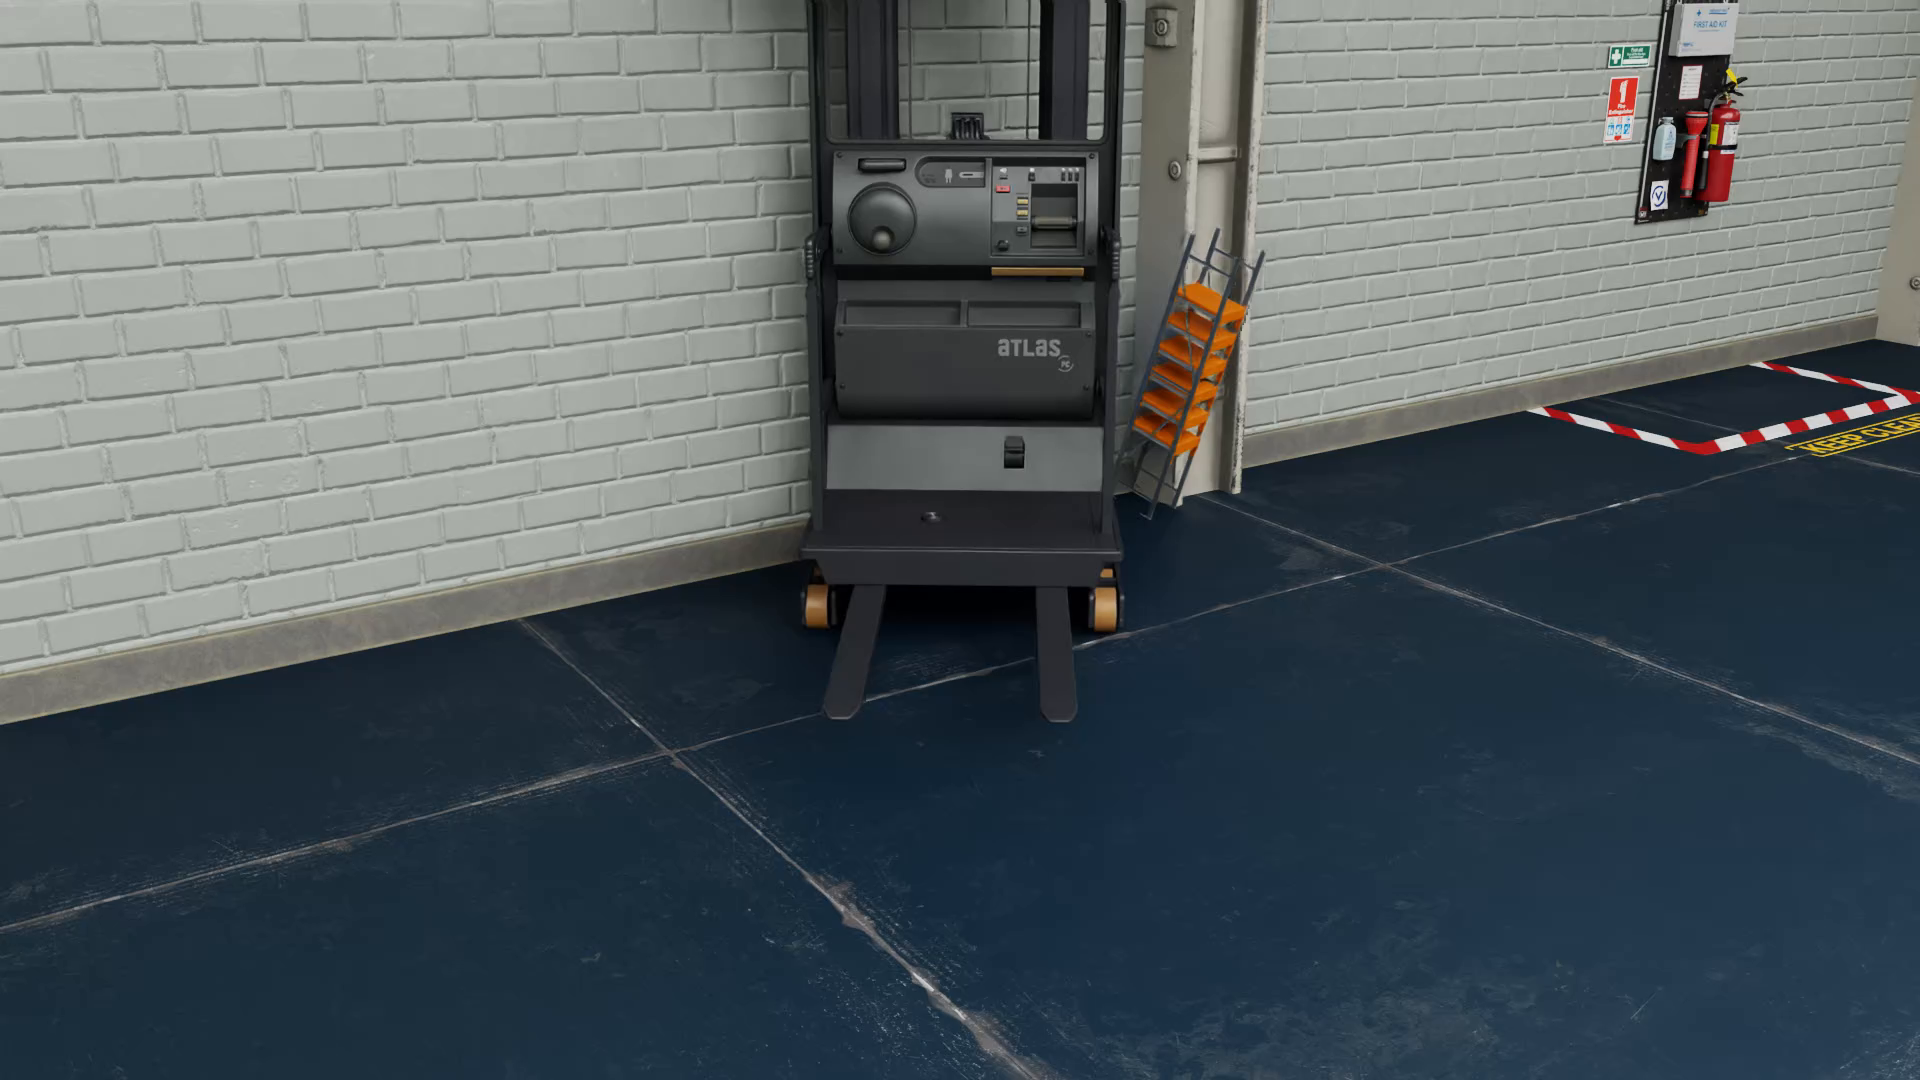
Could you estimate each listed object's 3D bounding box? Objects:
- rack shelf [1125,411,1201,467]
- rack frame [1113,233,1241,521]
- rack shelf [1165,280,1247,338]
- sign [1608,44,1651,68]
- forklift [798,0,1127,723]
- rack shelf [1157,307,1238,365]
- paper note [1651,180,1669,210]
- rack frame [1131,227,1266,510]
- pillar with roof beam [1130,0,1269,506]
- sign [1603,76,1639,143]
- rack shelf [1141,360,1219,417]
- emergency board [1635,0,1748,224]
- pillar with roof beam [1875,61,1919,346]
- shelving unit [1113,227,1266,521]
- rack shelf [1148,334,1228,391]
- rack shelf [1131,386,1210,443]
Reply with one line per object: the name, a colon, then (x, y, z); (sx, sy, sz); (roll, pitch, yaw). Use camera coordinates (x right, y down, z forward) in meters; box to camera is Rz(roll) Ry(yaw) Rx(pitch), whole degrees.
rack shelf: (0.841, -0.425, 6.919); (0.258, 0.103, 0.180); (34, 36, 28)
rack frame: (0.847, -0.635, 6.706); (0.240, 1.200, 0.006); (34, 36, 28)
rack shelf: (0.978, -0.920, 6.608); (0.258, 0.103, 0.180); (34, 36, 28)
sign: (3.416, -2.468, 8.479); (0.331, 0.109, 0.001); (-12, 22, -31)
forklift: (0.015, -1.166, 5.618); (1.130, 2.935, 3.031); (1, 19, 2)
rack shelf: (0.951, -0.821, 6.670); (0.258, 0.103, 0.180); (34, 36, 28)
paper note: (3.740, -1.842, 8.884); (0.142, 0.148, 0.016); (-12, 22, -31)
rack frame: (0.965, -0.684, 6.837); (0.240, 1.200, 0.006); (34, 36, 28)
pillar with roof beam: (3.367, -3.330, 2.545); (0.400, 9.000, 9.100); (-12, 22, -31)
sign: (3.407, -2.219, 8.568); (0.234, 0.329, 0.001); (-12, 22, -31)
rack shelf: (0.896, -0.623, 6.795); (0.258, 0.103, 0.180); (34, 36, 28)
emergency board: (3.926, -2.272, 8.781); (0.643, 1.169, 0.194); (-12, 22, -31)
pillar with roof beam: (8.379, -4.387, 5.671); (0.400, 9.000, 9.100); (-12, 22, -31)
shelving unit: (0.906, -0.660, 6.772); (0.258, 1.200, 0.189); (34, 36, 28)
rack shelf: (0.923, -0.722, 6.732); (0.258, 0.103, 0.180); (34, 36, 28)
rack shelf: (0.868, -0.524, 6.857); (0.258, 0.103, 0.180); (34, 36, 28)
